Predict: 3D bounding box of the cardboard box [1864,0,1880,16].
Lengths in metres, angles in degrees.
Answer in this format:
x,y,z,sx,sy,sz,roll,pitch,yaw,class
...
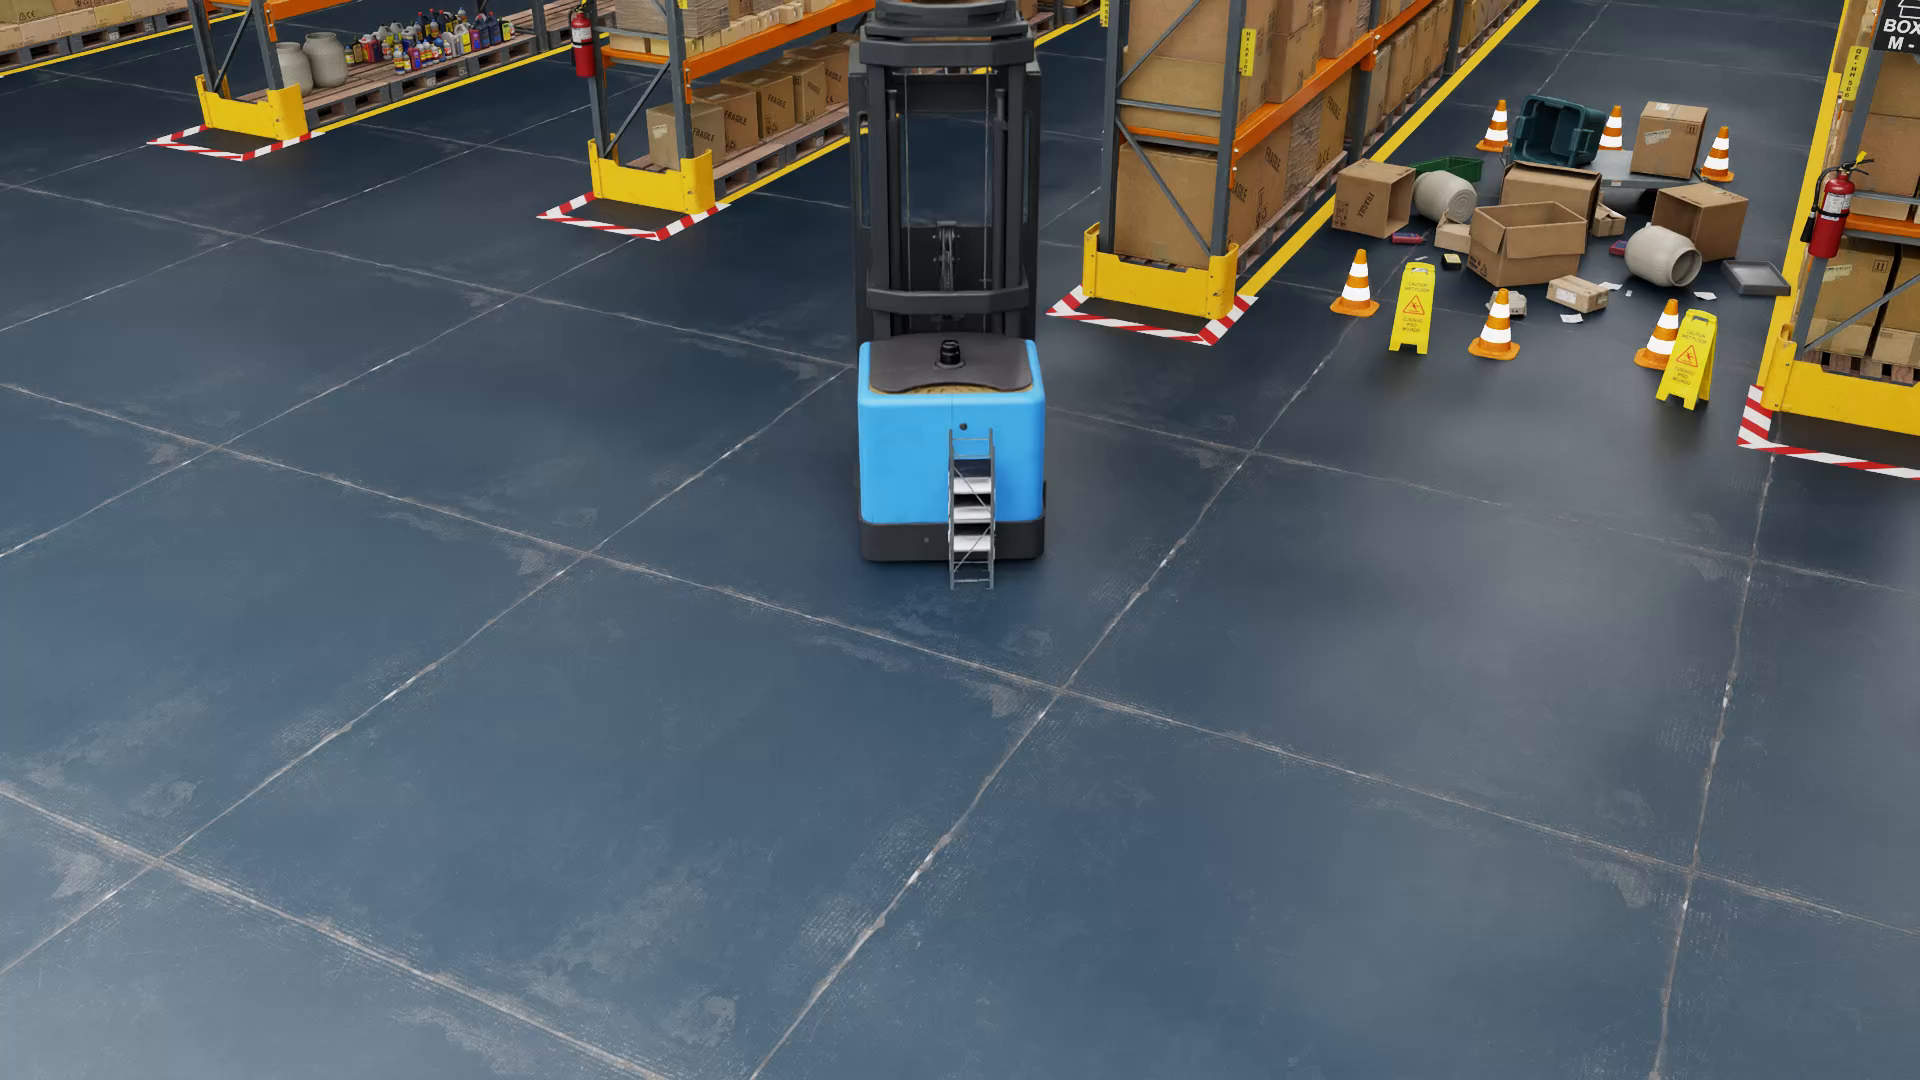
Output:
x,y,z,sx,sy,sz,roll,pitch,yaw,class
6.281,-3.215,10.933,0.700,0.500,0.500,15,33,24,cardboard box

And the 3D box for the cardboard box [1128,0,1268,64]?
x,y,z,sx,sy,sz,roll,pitch,yaw,class
1.756,-3.878,12.255,0.875,0.550,0.550,14,33,23,cardboard box

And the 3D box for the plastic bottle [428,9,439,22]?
x,y,z,sx,sy,sz,roll,pitch,yaw,class
-6.141,-6.034,19.463,0.144,0.351,0.185,15,33,25,plastic bottle

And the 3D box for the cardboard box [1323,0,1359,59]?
x,y,z,sx,sy,sz,roll,pitch,yaw,class
2.987,-4.612,14.618,0.875,0.550,0.550,14,33,23,cardboard box

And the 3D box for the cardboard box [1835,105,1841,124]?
x,y,z,sx,sy,sz,roll,pitch,yaw,class
9.054,-4.122,16.133,0.950,0.372,0.625,14,33,22,cardboard box

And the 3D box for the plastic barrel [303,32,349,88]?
x,y,z,sx,sy,sz,roll,pitch,yaw,class
-6.766,-5.117,17.725,0.421,0.512,0.421,0,30,0,plastic barrel

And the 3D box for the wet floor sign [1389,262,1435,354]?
x,y,z,sx,sy,sz,roll,pitch,yaw,class
3.302,-1.706,12.072,0.267,0.644,0.232,9,31,15,wet floor sign

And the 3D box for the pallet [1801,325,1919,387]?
x,y,z,sx,sy,sz,roll,pitch,yaw,class
6.441,-1.287,11.779,1.003,0.211,1.213,14,33,23,pallet

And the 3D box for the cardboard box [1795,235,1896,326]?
x,y,z,sx,sy,sz,roll,pitch,yaw,class
6.138,-1.840,11.528,0.500,0.500,0.500,15,33,24,cardboard box

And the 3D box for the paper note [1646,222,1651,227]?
x,y,z,sx,sy,sz,roll,pitch,yaw,class
6.067,-2.748,14.505,0.148,0.019,0.142,14,33,23,paper note

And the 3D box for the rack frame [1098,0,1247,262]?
x,y,z,sx,sy,sz,roll,pitch,yaw,class
1.553,-3.189,12.290,1.000,3.000,0.127,14,33,23,rack frame

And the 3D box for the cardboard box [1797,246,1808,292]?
x,y,z,sx,sy,sz,roll,pitch,yaw,class
6.610,-1.981,12.526,0.500,0.250,0.500,13,32,22,cardboard box

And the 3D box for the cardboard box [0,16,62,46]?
x,y,z,sx,sy,sz,roll,pitch,yaw,class
-10.967,-6.007,19.538,0.500,0.250,0.500,14,33,23,cardboard box

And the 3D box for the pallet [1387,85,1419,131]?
x,y,z,sx,sy,sz,roll,pitch,yaw,class
4.214,-4.655,17.643,1.003,0.211,1.213,14,33,23,pallet

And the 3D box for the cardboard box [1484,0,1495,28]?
x,y,z,sx,sy,sz,roll,pitch,yaw,class
6.202,-6.541,20.217,0.500,0.500,0.500,13,32,22,cardboard box

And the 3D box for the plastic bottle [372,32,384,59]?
x,y,z,sx,sy,sz,roll,pitch,yaw,class
-6.577,-5.572,18.735,0.152,0.276,0.135,13,32,22,plastic bottle

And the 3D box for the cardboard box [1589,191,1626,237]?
x,y,z,sx,sy,sz,roll,pitch,yaw,class
5.546,-2.824,14.401,0.258,0.266,0.396,-7,31,-11,cardboard box

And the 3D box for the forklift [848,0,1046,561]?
x,y,z,sx,sy,sz,roll,pitch,yaw,class
-0.095,-1.849,10.027,1.130,2.935,3.031,-1,30,-2,forklift

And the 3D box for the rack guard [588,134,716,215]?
x,y,z,sx,sy,sz,roll,pitch,yaw,class
-2.782,-3.308,15.009,1.175,0.500,0.348,14,33,23,rack guard

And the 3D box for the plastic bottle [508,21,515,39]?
x,y,z,sx,sy,sz,roll,pitch,yaw,class
-5.292,-6.001,19.556,0.097,0.201,0.097,0,30,0,plastic bottle

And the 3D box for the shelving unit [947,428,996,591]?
x,y,z,sx,sy,sz,roll,pitch,yaw,class
0.063,-0.161,9.127,0.258,0.900,0.210,-1,30,-2,shelving unit

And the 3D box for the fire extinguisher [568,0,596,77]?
x,y,z,sx,sy,sz,roll,pitch,yaw,class
-3.279,-4.379,14.441,0.296,0.674,0.183,14,33,23,fire extinguisher

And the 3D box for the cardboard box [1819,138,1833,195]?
x,y,z,sx,sy,sz,roll,pitch,yaw,class
7.318,-2.998,13.545,0.500,0.500,0.500,16,34,26,cardboard box

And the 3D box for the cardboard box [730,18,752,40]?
x,y,z,sx,sy,sz,roll,pitch,yaw,class
-2.121,-4.651,15.090,0.380,0.149,0.250,14,33,23,cardboard box

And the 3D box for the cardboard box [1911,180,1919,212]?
x,y,z,sx,sy,sz,roll,pitch,yaw,class
6.446,-2.220,10.857,0.380,0.149,0.250,15,33,24,cardboard box

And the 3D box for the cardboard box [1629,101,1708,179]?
x,y,z,sx,sy,sz,roll,pitch,yaw,class
6.229,-3.519,14.615,0.500,0.500,0.500,14,33,23,cardboard box

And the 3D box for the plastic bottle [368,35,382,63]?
x,y,z,sx,sy,sz,roll,pitch,yaw,class
-6.545,-5.490,18.584,0.061,0.283,0.133,14,33,23,plastic bottle

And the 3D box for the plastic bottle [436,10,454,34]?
x,y,z,sx,sy,sz,roll,pitch,yaw,class
-6.013,-6.001,19.406,0.144,0.351,0.185,14,33,23,plastic bottle

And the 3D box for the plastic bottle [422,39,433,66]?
x,y,z,sx,sy,sz,roll,pitch,yaw,class
-5.921,-5.419,18.473,0.097,0.271,0.097,0,30,0,plastic bottle

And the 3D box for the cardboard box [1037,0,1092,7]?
x,y,z,sx,sy,sz,roll,pitch,yaw,class
1.161,-7.467,21.453,1.225,0.875,0.875,13,32,21,cardboard box

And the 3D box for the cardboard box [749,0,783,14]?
x,y,z,sx,sy,sz,roll,pitch,yaw,class
-2.155,-5.229,15.445,0.875,0.500,0.500,14,33,23,cardboard box

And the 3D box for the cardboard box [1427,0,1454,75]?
x,y,z,sx,sy,sz,roll,pitch,yaw,class
4.839,-5.692,18.487,1.050,0.750,0.750,14,33,23,cardboard box

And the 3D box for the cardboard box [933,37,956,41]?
x,y,z,sx,sy,sz,roll,pitch,yaw,class
-0.462,-5.713,18.755,0.700,0.500,0.500,14,33,23,cardboard box

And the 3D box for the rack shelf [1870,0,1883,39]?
x,y,z,sx,sy,sz,roll,pitch,yaw,class
6.916,-3.986,11.389,1.077,0.370,4.000,14,33,23,rack shelf

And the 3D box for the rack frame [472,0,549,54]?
x,y,z,sx,sy,sz,roll,pitch,yaw,class
-5.404,-7.255,19.372,1.000,3.000,0.127,14,33,23,rack frame

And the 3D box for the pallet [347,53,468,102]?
x,y,z,sx,sy,sz,roll,pitch,yaw,class
-6.301,-5.215,18.619,1.003,0.211,1.213,14,33,23,pallet

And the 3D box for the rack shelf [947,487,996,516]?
x,y,z,sx,sy,sz,roll,pitch,yaw,class
0.063,-0.210,9.098,0.258,0.077,0.200,-1,30,-2,rack shelf

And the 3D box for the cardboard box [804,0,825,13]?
x,y,z,sx,sy,sz,roll,pitch,yaw,class
-1.527,-5.199,16.044,0.380,0.149,0.250,14,33,23,cardboard box

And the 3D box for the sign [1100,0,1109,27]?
x,y,z,sx,sy,sz,roll,pitch,yaw,class
1.076,-3.923,12.168,0.100,0.325,0.005,14,33,23,sign

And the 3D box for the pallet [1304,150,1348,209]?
x,y,z,sx,sy,sz,roll,pitch,yaw,class
2.959,-3.433,15.517,1.003,0.211,1.213,14,33,23,pallet

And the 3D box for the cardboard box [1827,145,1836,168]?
x,y,z,sx,sy,sz,roll,pitch,yaw,class
6.855,-2.889,12.705,0.380,0.149,0.250,16,34,26,cardboard box

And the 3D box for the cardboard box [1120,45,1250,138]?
x,y,z,sx,sy,sz,roll,pitch,yaw,class
1.681,-3.428,12.557,0.875,0.550,0.550,14,33,23,cardboard box

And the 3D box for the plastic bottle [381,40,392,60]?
x,y,z,sx,sy,sz,roll,pitch,yaw,class
-6.458,-5.520,18.719,0.097,0.201,0.097,0,30,0,plastic bottle

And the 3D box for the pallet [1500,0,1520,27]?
x,y,z,sx,sy,sz,roll,pitch,yaw,class
6.666,-6.954,21.647,1.003,0.211,1.213,14,33,23,pallet

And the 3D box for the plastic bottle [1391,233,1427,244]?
x,y,z,sx,sy,sz,roll,pitch,yaw,class
3.821,-2.566,14.158,0.283,0.061,0.133,4,30,6,plastic bottle

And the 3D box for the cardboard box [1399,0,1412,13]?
x,y,z,sx,sy,sz,roll,pitch,yaw,class
4.083,-5.401,16.043,0.500,0.500,0.500,15,33,24,cardboard box

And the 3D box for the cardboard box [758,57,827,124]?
x,y,z,sx,sy,sz,roll,pitch,yaw,class
-1.679,-4.513,16.685,0.500,0.500,0.500,11,32,19,cardboard box

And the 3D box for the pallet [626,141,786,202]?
x,y,z,sx,sy,sz,roll,pitch,yaw,class
-2.381,-3.535,15.694,1.003,0.211,1.213,14,33,23,pallet

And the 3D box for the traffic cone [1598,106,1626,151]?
x,y,z,sx,sy,sz,roll,pitch,yaw,class
6.388,-4.006,16.262,0.336,0.463,0.334,14,33,23,traffic cone

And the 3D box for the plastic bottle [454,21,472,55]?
x,y,z,sx,sy,sz,roll,pitch,yaw,class
-5.675,-5.718,18.914,0.144,0.351,0.185,14,33,23,plastic bottle
